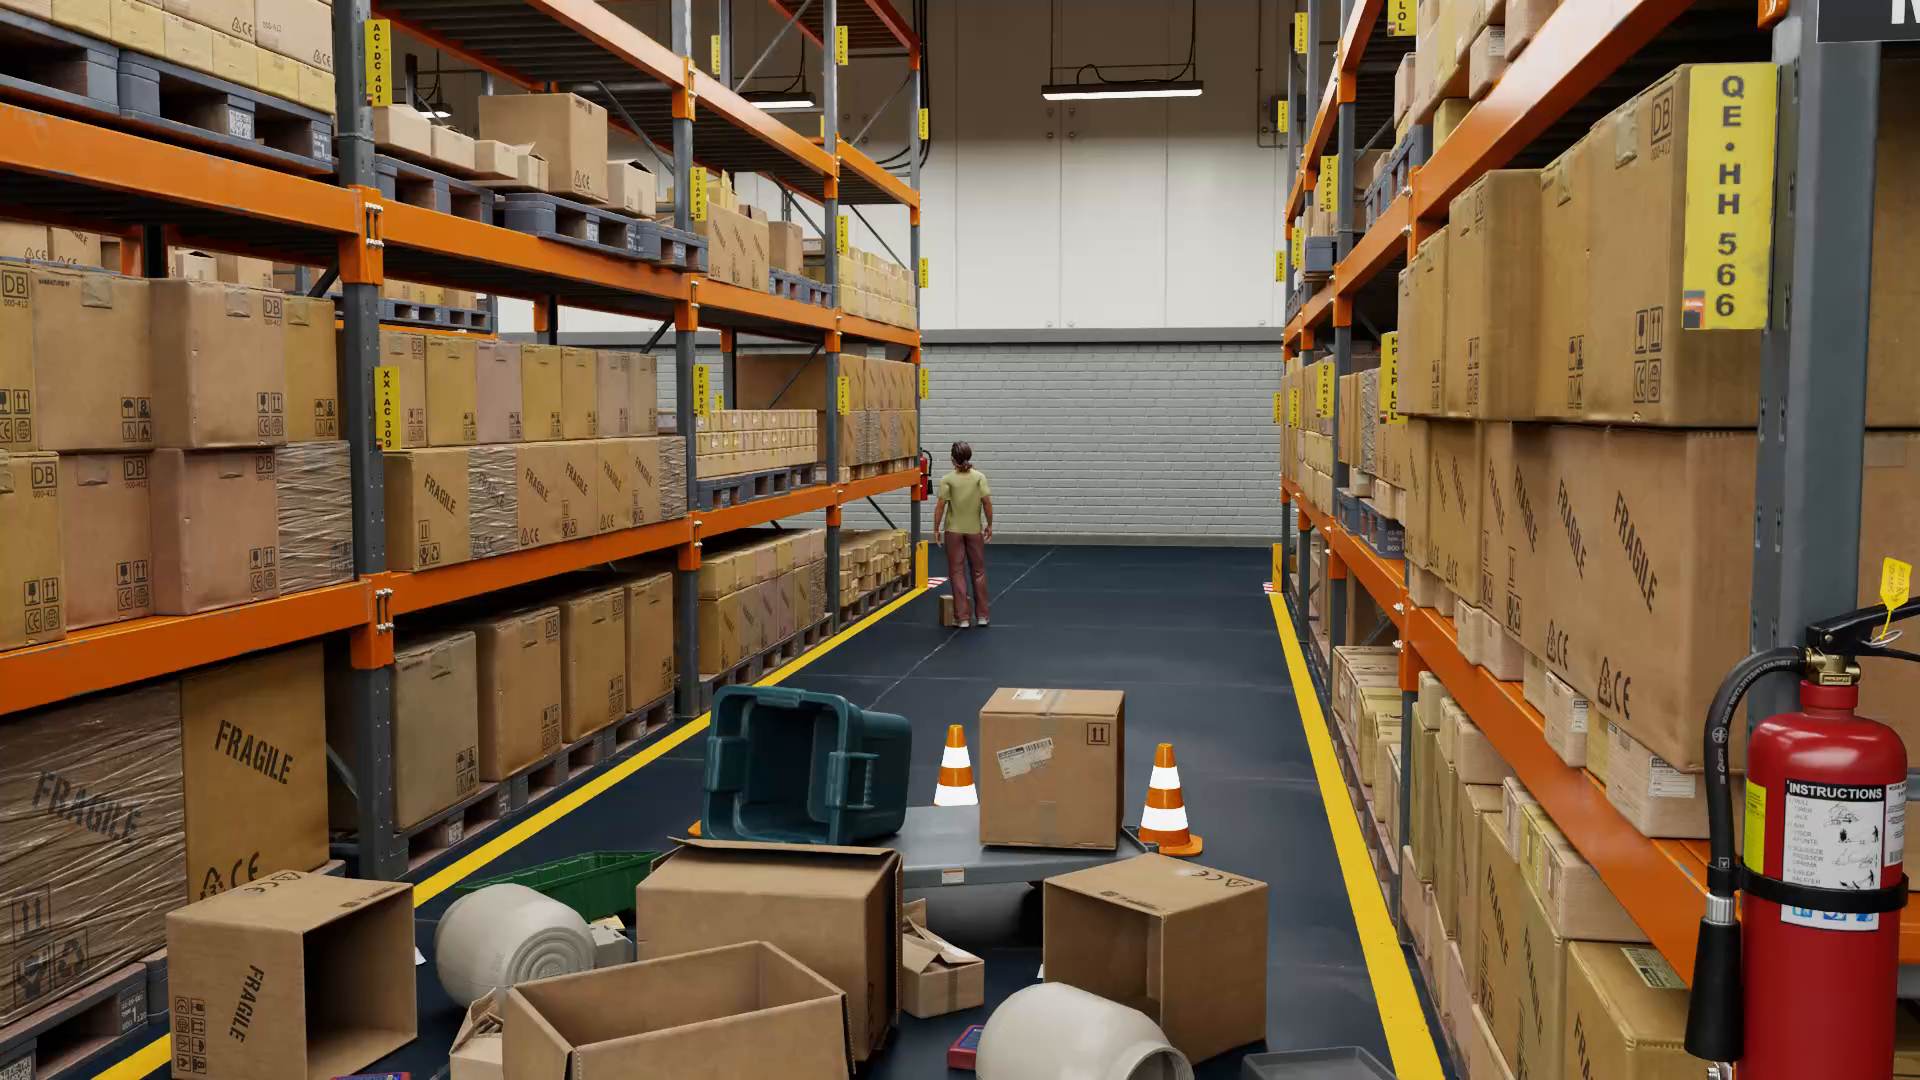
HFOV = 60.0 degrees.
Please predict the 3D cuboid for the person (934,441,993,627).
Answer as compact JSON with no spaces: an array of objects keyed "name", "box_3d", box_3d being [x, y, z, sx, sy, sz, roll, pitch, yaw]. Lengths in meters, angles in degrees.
[{"name":"person","box_3d":[0.022,0.066,14.979,0.554,1.428,0.523,-1,5,-10]}]
